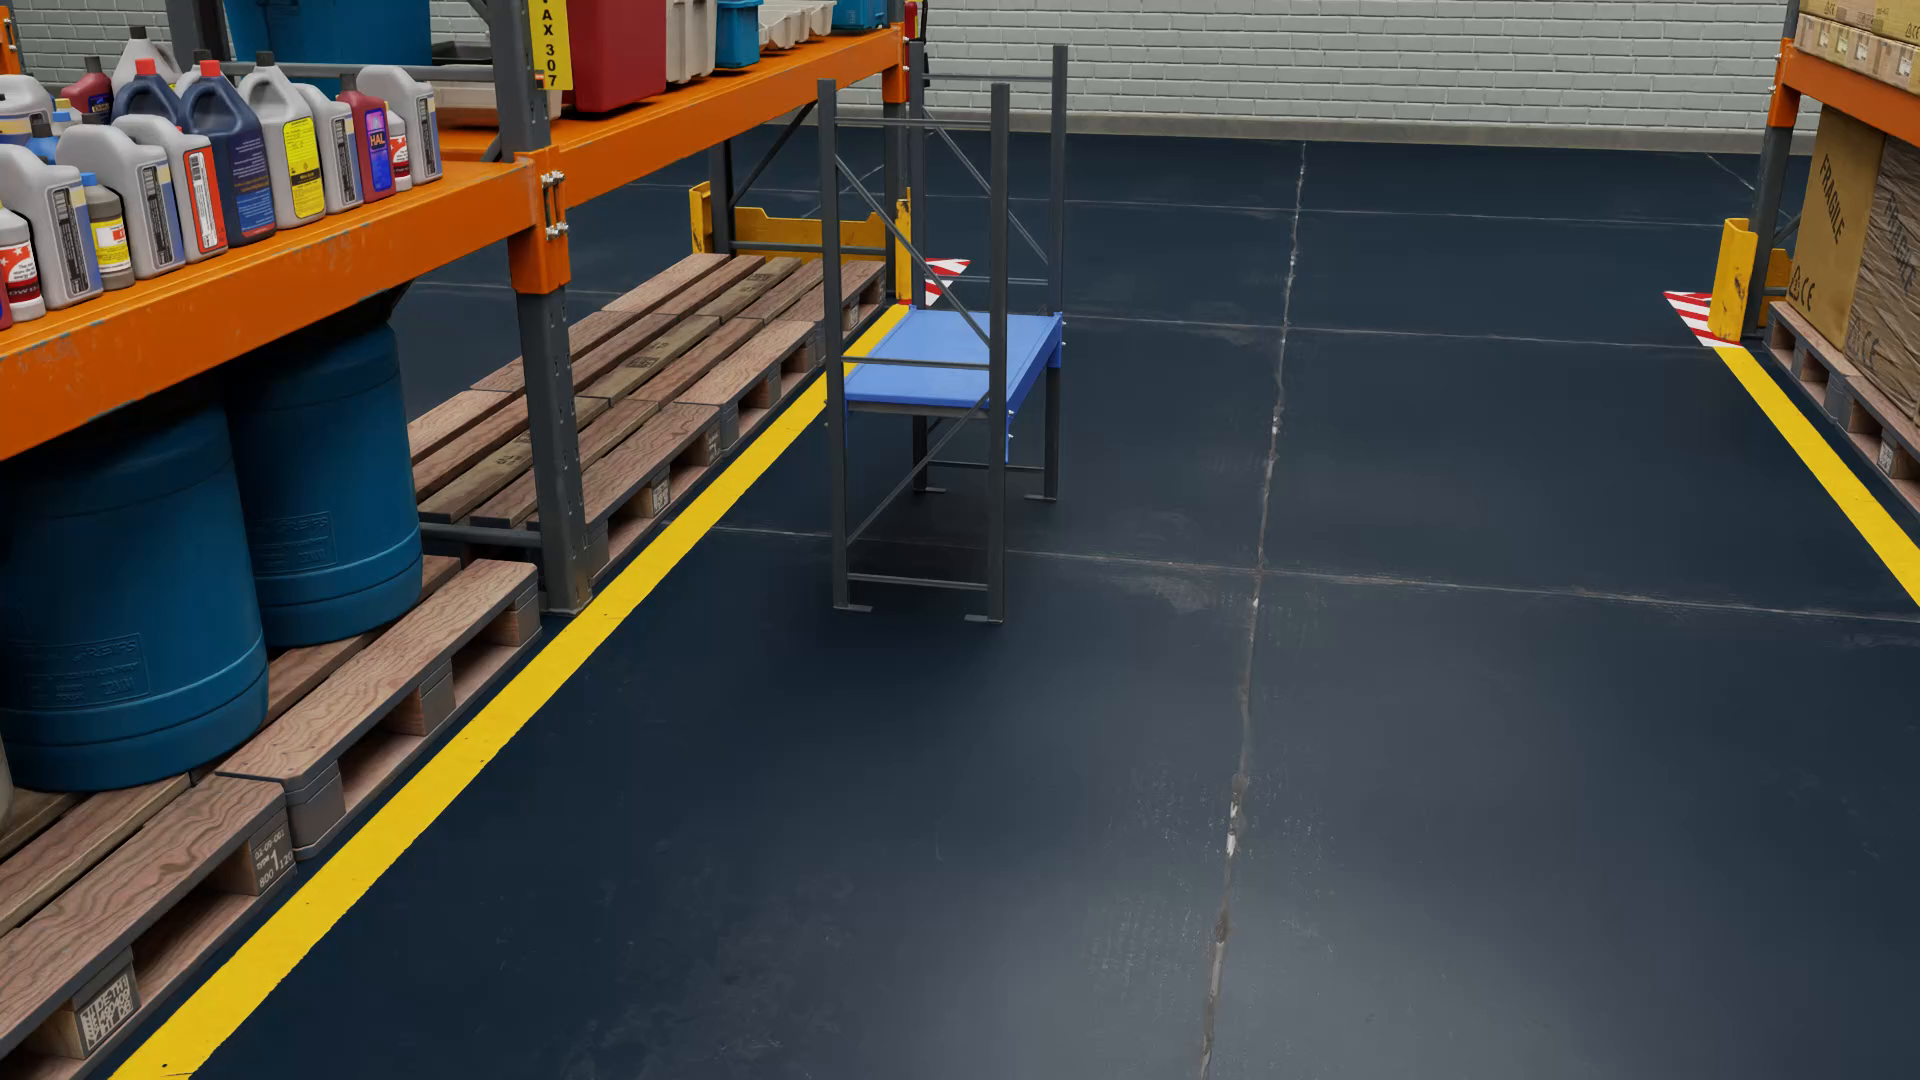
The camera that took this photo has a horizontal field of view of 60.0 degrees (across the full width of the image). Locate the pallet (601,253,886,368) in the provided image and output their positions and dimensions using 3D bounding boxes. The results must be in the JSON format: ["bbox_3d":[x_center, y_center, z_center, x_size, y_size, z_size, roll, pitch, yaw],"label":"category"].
[{"bbox_3d":[-0.973,-1.097,7.796,1.003,0.211,1.213,4,22,11],"label":"pallet"}]

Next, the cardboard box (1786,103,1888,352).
[{"bbox_3d":[4.030,-1.281,6.801,0.875,0.875,0.875,4,22,11],"label":"cardboard box"}]

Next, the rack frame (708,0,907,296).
[{"bbox_3d":[-0.767,-2.689,8.016,1.000,3.000,0.127,4,22,11],"label":"rack frame"}]

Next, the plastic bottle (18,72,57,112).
[{"bbox_3d":[-2.128,-0.937,3.838,0.097,0.271,0.097,0,22,0],"label":"plastic bottle"}]

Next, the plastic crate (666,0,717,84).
[{"bbox_3d":[-1.091,-1.744,5.747,0.437,0.282,0.530,4,22,11],"label":"plastic crate"}]

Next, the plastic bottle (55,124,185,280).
[{"bbox_3d":[-1.552,-0.633,3.076,0.152,0.276,0.135,4,22,11],"label":"plastic bottle"}]

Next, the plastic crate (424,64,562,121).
[{"bbox_3d":[-1.348,-1.291,4.818,0.396,0.136,0.243,4,22,11],"label":"plastic crate"}]

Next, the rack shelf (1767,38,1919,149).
[{"bbox_3d":[3.674,-1.247,5.397,1.077,0.370,4.000,4,22,11],"label":"rack shelf"}]

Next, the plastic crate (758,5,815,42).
[{"bbox_3d":[-0.829,-2.178,7.019,0.396,0.136,0.243,4,22,11],"label":"plastic crate"}]

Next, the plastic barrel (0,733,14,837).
[{"bbox_3d":[-2.058,0.389,3.141,0.421,0.512,0.421,0,22,0],"label":"plastic barrel"}]

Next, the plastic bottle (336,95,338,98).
[{"bbox_3d":[-1.473,-0.968,4.009,0.097,0.201,0.097,0,22,0],"label":"plastic bottle"}]

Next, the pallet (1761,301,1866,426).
[{"bbox_3d":[3.995,-0.720,6.859,1.003,0.211,1.213,4,22,11],"label":"pallet"}]

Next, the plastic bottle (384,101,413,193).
[{"bbox_3d":[-1.344,-0.921,3.891,0.097,0.201,0.097,0,22,0],"label":"plastic bottle"}]

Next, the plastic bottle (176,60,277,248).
[{"bbox_3d":[-1.488,-0.775,3.329,0.144,0.351,0.185,4,22,11],"label":"plastic bottle"}]

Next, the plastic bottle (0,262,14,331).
[{"bbox_3d":[-1.602,-0.463,2.645,0.061,0.283,0.133,4,22,11],"label":"plastic bottle"}]

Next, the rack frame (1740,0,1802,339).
[{"bbox_3d":[4.082,-2.312,7.079,1.000,3.000,0.127,4,22,11],"label":"rack frame"}]

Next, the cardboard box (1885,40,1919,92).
[{"bbox_3d":[3.426,-1.620,5.698,0.380,0.149,0.250,4,22,10],"label":"cardboard box"}]

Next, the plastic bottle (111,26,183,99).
[{"bbox_3d":[-1.980,-1.085,4.098,0.144,0.351,0.185,4,22,11],"label":"plastic bottle"}]

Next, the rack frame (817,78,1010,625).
[{"bbox_3d":[-0.121,-0.479,4.534,0.500,1.500,0.032,4,22,11],"label":"rack frame"}]

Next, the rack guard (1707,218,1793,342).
[{"bbox_3d":[4.087,-1.161,7.568,1.175,0.500,0.348,4,22,11],"label":"rack guard"}]

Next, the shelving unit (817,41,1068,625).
[{"bbox_3d":[-0.017,-0.665,4.996,0.538,1.500,1.048,4,22,11],"label":"shelving unit"}]

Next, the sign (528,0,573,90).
[{"bbox_3d":[-1.045,-1.312,4.226,0.100,0.325,0.005,4,22,11],"label":"sign"}]

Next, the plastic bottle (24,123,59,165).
[{"bbox_3d":[-1.678,-0.634,3.084,0.097,0.271,0.097,0,22,0],"label":"plastic bottle"}]

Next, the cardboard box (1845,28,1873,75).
[{"bbox_3d":[3.531,-1.808,6.163,0.380,0.149,0.250,4,22,10],"label":"cardboard box"}]

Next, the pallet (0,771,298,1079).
[{"bbox_3d":[-2.028,0.793,3.101,1.003,0.211,1.213,4,22,11],"label":"pallet"}]

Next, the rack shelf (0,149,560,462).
[{"bbox_3d":[-1.991,-0.161,2.702,1.077,0.370,4.000,4,22,11],"label":"rack shelf"}]

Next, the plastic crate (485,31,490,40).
[{"bbox_3d":[-1.522,-1.792,6.060,0.293,0.136,0.466,4,22,11],"label":"plastic crate"}]

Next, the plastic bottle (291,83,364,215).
[{"bbox_3d":[-1.422,-0.867,3.656,0.152,0.276,0.135,4,22,11],"label":"plastic bottle"}]

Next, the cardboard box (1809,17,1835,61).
[{"bbox_3d":[3.635,-1.997,6.633,0.380,0.149,0.250,4,22,10],"label":"cardboard box"}]

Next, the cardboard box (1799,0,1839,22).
[{"bbox_3d":[3.720,-2.225,6.666,0.500,0.250,0.500,4,22,9],"label":"cardboard box"}]

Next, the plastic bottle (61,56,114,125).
[{"bbox_3d":[-2.103,-1.022,4.032,0.061,0.283,0.133,4,22,11],"label":"plastic bottle"}]

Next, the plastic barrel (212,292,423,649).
[{"bbox_3d":[-1.711,-0.250,4.207,0.600,0.901,0.708,4,22,11],"label":"plastic barrel"}]

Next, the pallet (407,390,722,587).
[{"bbox_3d":[-1.471,-0.205,5.580,1.003,0.211,1.213,4,22,11],"label":"pallet"}]

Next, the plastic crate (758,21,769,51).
[{"bbox_3d":[-0.904,-1.965,6.489,0.298,0.136,0.250,4,22,11],"label":"plastic crate"}]

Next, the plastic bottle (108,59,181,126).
[{"bbox_3d":[-1.629,-0.786,3.356,0.144,0.351,0.185,4,22,11],"label":"plastic bottle"}]

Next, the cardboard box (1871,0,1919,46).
[{"bbox_3d":[3.514,-1.851,5.737,0.500,0.250,0.500,4,22,9],"label":"cardboard box"}]

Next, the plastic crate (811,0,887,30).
[{"bbox_3d":[-0.652,-2.597,7.659,0.616,0.435,0.499,4,22,11],"label":"plastic crate"}]

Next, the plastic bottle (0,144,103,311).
[{"bbox_3d":[-1.599,-0.548,2.865,0.152,0.276,0.135,4,22,11],"label":"plastic bottle"}]

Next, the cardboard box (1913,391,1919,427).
[{"bbox_3d":[3.662,-0.623,5.166,0.875,0.875,0.875,4,22,11],"label":"cardboard box"}]
